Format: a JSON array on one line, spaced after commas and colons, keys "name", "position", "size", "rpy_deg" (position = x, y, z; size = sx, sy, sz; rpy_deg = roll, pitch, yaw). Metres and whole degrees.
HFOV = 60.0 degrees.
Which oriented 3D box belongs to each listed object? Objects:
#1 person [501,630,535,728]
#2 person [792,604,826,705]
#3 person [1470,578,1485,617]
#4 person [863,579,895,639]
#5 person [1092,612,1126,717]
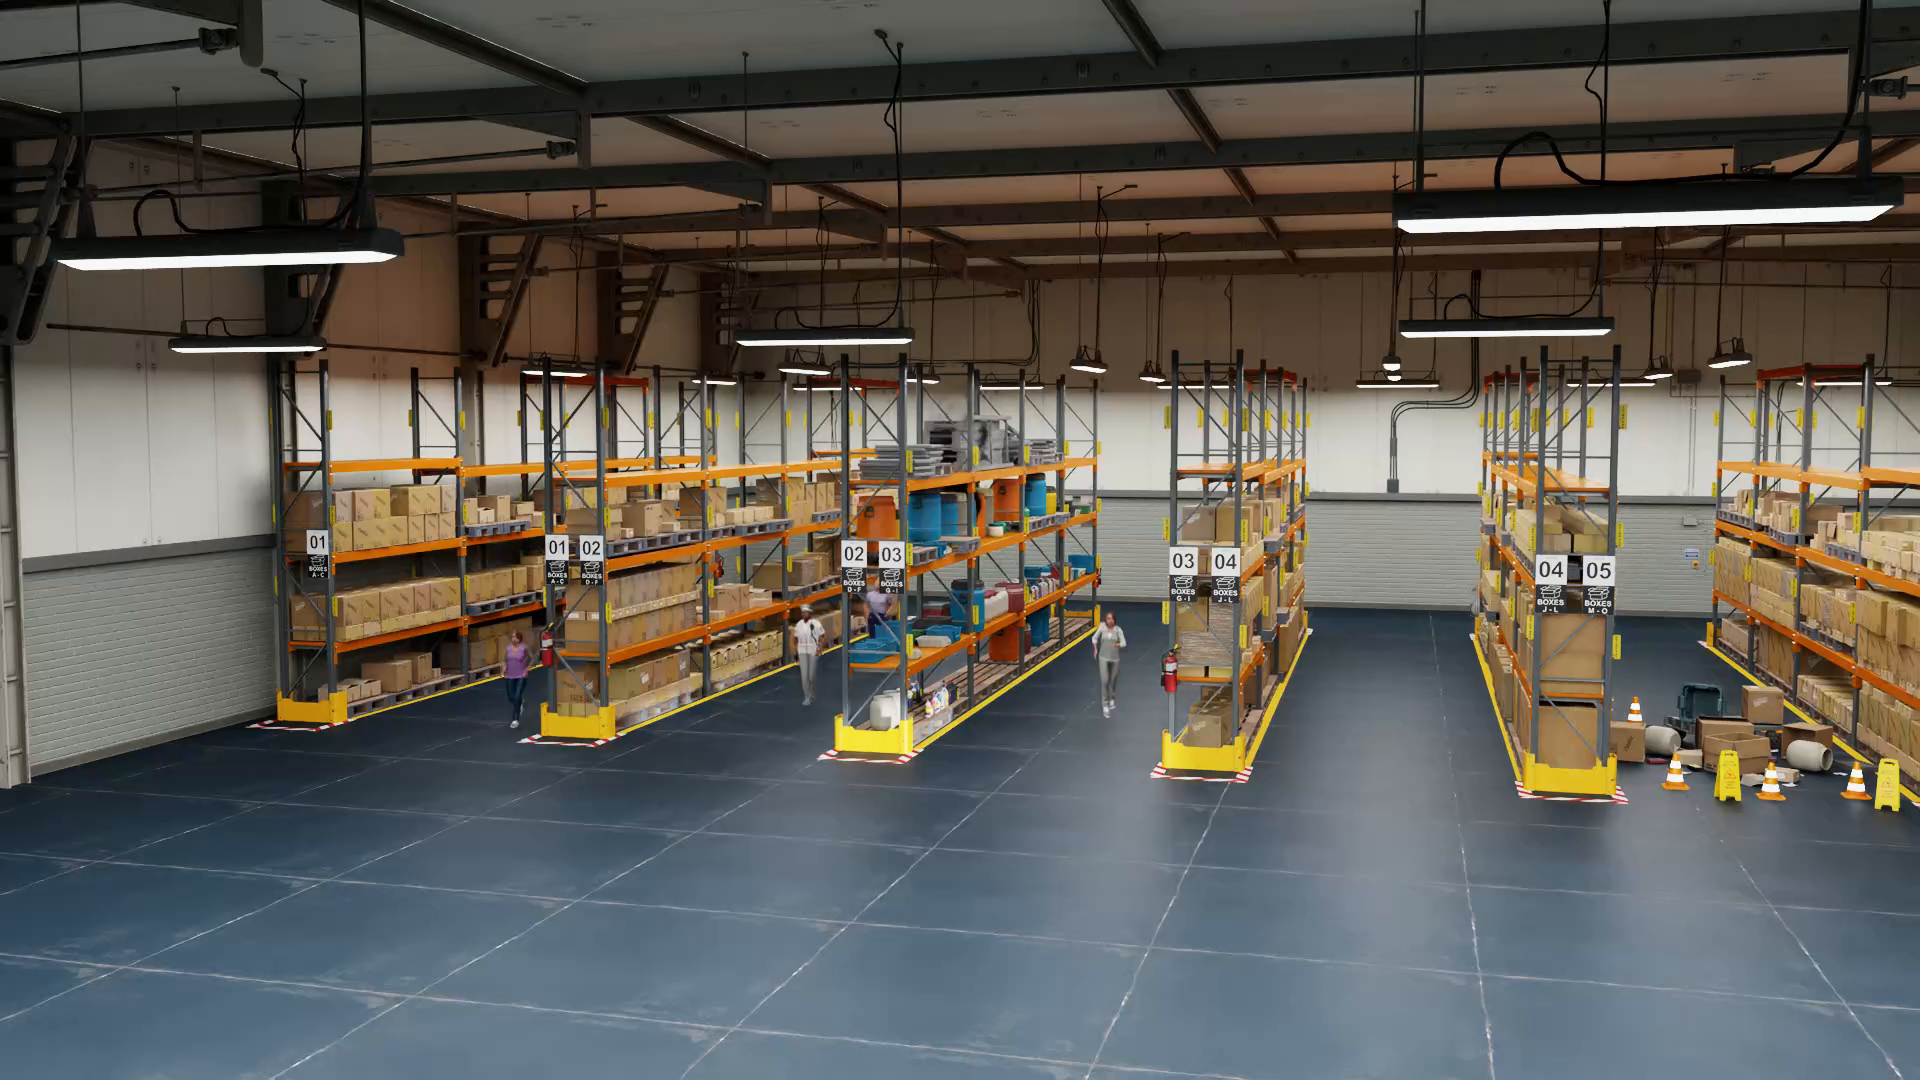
[{"name": "person", "position": [-7.263, 2.267, 27.356], "size": [0.536, 1.575, 0.664], "rpy_deg": [0, 4, 4]}, {"name": "person", "position": [-2.525, 1.894, 27.702], "size": [0.575, 1.682, 0.465], "rpy_deg": [1, 4, 9]}, {"name": "person", "position": [12.303, 1.326, 39.002], "size": [0.638, 1.753, 0.720], "rpy_deg": [0, 4, -1]}, {"name": "person", "position": [-1.594, 1.569, 32.462], "size": [0.625, 1.622, 0.662], "rpy_deg": [0, 4, 0]}, {"name": "person", "position": [2.404, 1.975, 26.760], "size": [0.514, 1.655, 0.708], "rpy_deg": [0, 4, -1]}]
